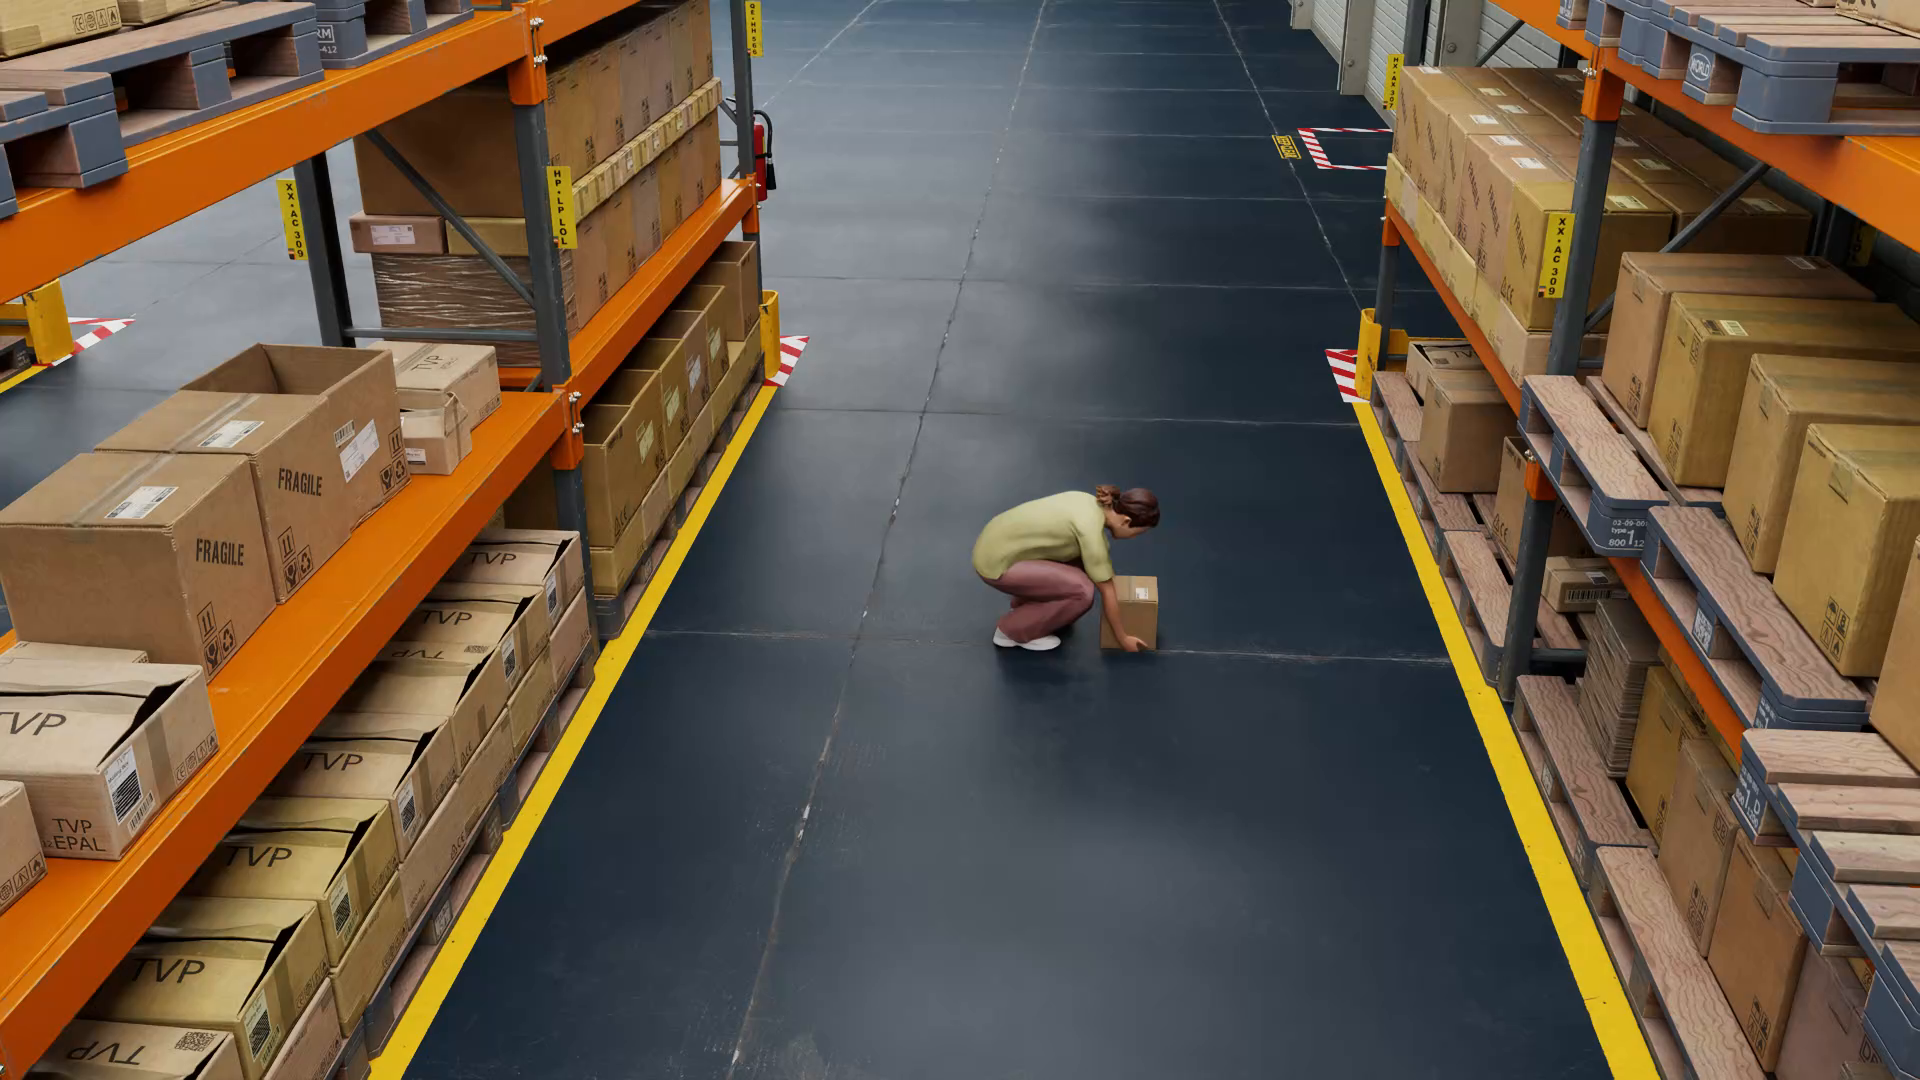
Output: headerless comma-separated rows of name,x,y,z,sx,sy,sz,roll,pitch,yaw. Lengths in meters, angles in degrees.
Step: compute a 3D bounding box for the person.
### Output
person,0.474,0.130,7.524,0.839,0.810,0.463,2,25,3
